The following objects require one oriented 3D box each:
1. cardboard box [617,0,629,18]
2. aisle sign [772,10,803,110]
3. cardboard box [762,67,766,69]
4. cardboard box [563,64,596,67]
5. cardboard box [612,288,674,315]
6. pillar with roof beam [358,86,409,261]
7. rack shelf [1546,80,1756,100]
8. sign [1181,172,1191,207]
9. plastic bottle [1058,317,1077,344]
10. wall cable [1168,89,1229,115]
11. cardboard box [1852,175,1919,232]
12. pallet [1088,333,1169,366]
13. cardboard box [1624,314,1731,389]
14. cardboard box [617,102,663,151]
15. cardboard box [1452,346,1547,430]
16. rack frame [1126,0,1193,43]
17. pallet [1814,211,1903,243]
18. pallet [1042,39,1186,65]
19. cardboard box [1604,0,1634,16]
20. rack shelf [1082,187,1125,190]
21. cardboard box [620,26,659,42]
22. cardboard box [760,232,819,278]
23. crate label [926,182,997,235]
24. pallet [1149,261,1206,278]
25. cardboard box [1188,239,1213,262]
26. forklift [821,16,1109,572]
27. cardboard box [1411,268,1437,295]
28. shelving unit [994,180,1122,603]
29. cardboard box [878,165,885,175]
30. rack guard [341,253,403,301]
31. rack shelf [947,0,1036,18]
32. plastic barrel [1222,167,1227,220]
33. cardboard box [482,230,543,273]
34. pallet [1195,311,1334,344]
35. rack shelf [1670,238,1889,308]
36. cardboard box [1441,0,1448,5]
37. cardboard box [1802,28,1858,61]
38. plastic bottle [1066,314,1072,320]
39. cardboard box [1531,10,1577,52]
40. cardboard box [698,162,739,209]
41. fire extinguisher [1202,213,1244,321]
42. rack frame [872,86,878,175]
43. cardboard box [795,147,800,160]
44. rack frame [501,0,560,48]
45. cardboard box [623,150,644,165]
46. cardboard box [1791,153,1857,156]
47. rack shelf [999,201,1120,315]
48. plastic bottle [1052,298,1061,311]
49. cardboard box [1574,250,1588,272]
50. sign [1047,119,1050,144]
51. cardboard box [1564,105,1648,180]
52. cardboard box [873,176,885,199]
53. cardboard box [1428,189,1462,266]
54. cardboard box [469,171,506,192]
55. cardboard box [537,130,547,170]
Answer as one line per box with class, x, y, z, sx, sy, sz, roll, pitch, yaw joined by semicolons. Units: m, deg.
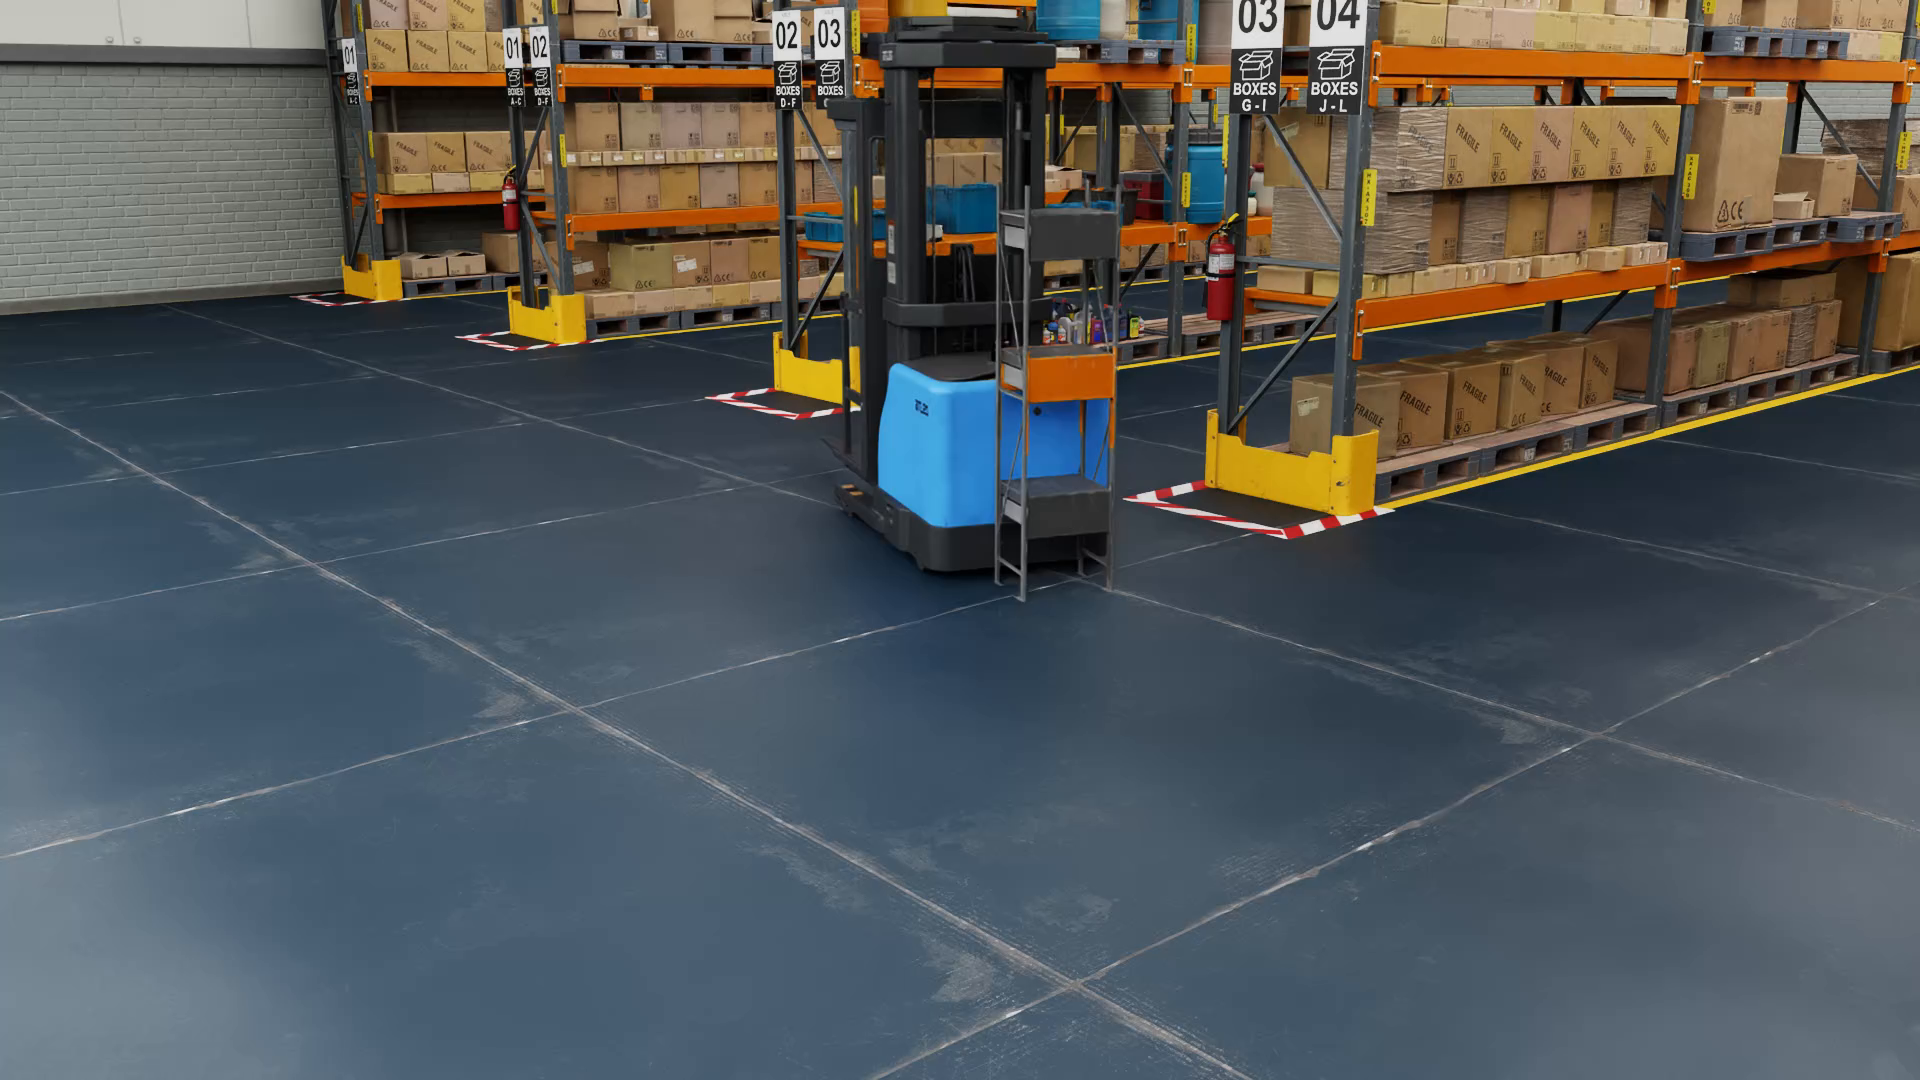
cardboard box;-4.871;-7.142;22.694;0.500;0.500;0.500;14;20;42
aisle sign;-1.435;-3.985;13.819;0.004;0.787;0.394;-13;19;-39
cardboard box;-2.692;-7.275;25.120;0.637;0.503;0.797;-9;18;-32
cardboard box;-5.280;-6.580;22.527;0.500;0.500;0.500;14;20;42
cardboard box;-3.509;-2.656;18.395;0.500;0.250;0.500;-13;19;-39
pillar with roof beam;-4.902;-6.959;18.367;0.400;9.000;9.100;-13;19;-39
rack shelf;9.376;-6.157;22.568;4.000;0.370;1.077;-13;19;-39
sign;2.185;-3.386;16.077;0.005;0.325;0.100;-13;19;-39
plastic bottle;1.022;-1.979;15.770;0.135;0.276;0.152;-12;19;-38
wall cable;4.726;-8.214;32.722;1.851;1.984;0.084;-13;19;-39
cardboard box;8.646;-3.152;15.544;0.500;0.500;0.500;-12;19;-38
pallet;1.298;-1.908;16.485;1.213;0.211;1.003;-13;19;-39
cardboard box;5.933;-1.579;13.839;0.500;0.500;0.700;-13;20;-40
cardboard box;-3.640;-4.499;18.074;0.500;0.500;0.700;-13;20;-41
cardboard box;3.912;-1.113;12.135;0.500;0.500;0.500;14;20;42
rack frame;1.832;-6.259;15.746;0.127;3.000;1.000;-13;19;-39
pallet;7.633;-2.840;14.943;1.003;0.211;1.213;-13;19;-39
pallet;1.352;-4.578;15.629;1.003;0.211;1.213;-13;19;-39
cardboard box;4.443;-3.716;11.556;0.250;0.149;0.380;-13;20;-41
rack shelf;3.110;-4.995;24.031;4.000;0.370;1.077;-13;19;-39
cardboard box;-3.431;-5.412;17.787;0.250;0.149;0.380;-13;19;-39
cardboard box;-2.008;-3.359;19.575;0.500;0.500;0.500;-13;19;-39
crate label;0.026;-3.065;15.343;0.616;0.435;0.502;-13;19;-39
pallet;3.109;-3.981;24.245;1.213;0.211;1.003;-13;19;-39
cardboard box;3.295;-4.293;24.001;0.500;0.500;0.500;-14;20;-41
forklift;-0.147;-1.584;10.001;1.130;2.935;3.031;-5;16;-19
cardboard box;2.837;-1.678;10.705;0.250;0.149;0.380;-13;19;-39
shelving unit;0.490;-0.760;8.528;0.503;2.100;0.431;-5;16;-20
cardboard box;-1.253;-5.866;26.348;0.250;0.149;0.380;-13;20;-40
rack guard;-7.631;-3.417;21.575;0.348;0.500;1.175;-13;19;-39
rack shelf;-0.145;-8.664;26.916;4.000;0.370;1.077;-13;19;-39
plastic barrel;2.698;-3.546;16.950;0.433;0.535;0.433;0;15;0
cardboard box;-6.091;-3.928;22.634;0.500;0.500;0.700;-14;21;-43
pallet;3.320;-2.362;18.184;1.213;0.211;1.003;-13;19;-39
rack shelf;6.592;-2.388;14.272;4.000;0.370;1.077;-13;19;-39
cardboard box;2.794;-3.382;10.305;0.250;0.149;0.380;-13;20;-40
cardboard box;7.157;-4.152;13.958;0.500;0.250;0.500;-12;19;-38
plastic bottle;1.060;-2.024;15.928;0.133;0.283;0.061;-13;19;-39
cardboard box;3.750;-3.388;11.100;0.500;0.250;0.500;-12;19;-38
cardboard box;-2.907;-4.036;18.854;0.500;0.500;0.700;-12;19;-38
fire extinguisher;1.677;-1.752;10.647;0.183;0.674;0.296;-13;19;-39
rack frame;-1.654;-5.967;26.278;0.127;3.000;1.000;-13;19;-39
cardboard box;-2.062;-4.469;19.217;0.250;0.149;0.380;-13;20;-39
rack frame;-4.434;-6.547;16.822;0.127;3.000;1.000;-13;19;-39
cardboard box;-3.610;-4.122;17.918;0.250;0.149;0.380;-13;19;-39
cardboard box;7.720;-3.226;15.009;0.500;0.500;0.500;13;20;40
rack shelf;0.490;-1.423;8.351;0.480;0.518;0.431;-5;16;-20
plastic bottle;0.951;-2.238;16.596;0.185;0.351;0.144;-12;19;-38
cardboard box;4.301;-2.030;12.024;0.250;0.149;0.380;-13;19;-39
sign;1.238;-5.629;22.920;0.005;0.325;0.100;-13;19;-39
cardboard box;4.548;-2.857;11.926;0.500;0.500;0.500;-13;19;-39
cardboard box;-1.074;-4.345;20.496;0.500;0.250;0.500;-11;19;-36
cardboard box;2.797;-2.107;11.056;0.500;0.500;0.875;-13;19;-39
cardboard box;-6.342;-4.746;21.957;0.500;0.250;0.500;-13;20;-40
cardboard box;-5.585;-5.280;22.504;0.500;0.500;0.500;-13;20;-41
